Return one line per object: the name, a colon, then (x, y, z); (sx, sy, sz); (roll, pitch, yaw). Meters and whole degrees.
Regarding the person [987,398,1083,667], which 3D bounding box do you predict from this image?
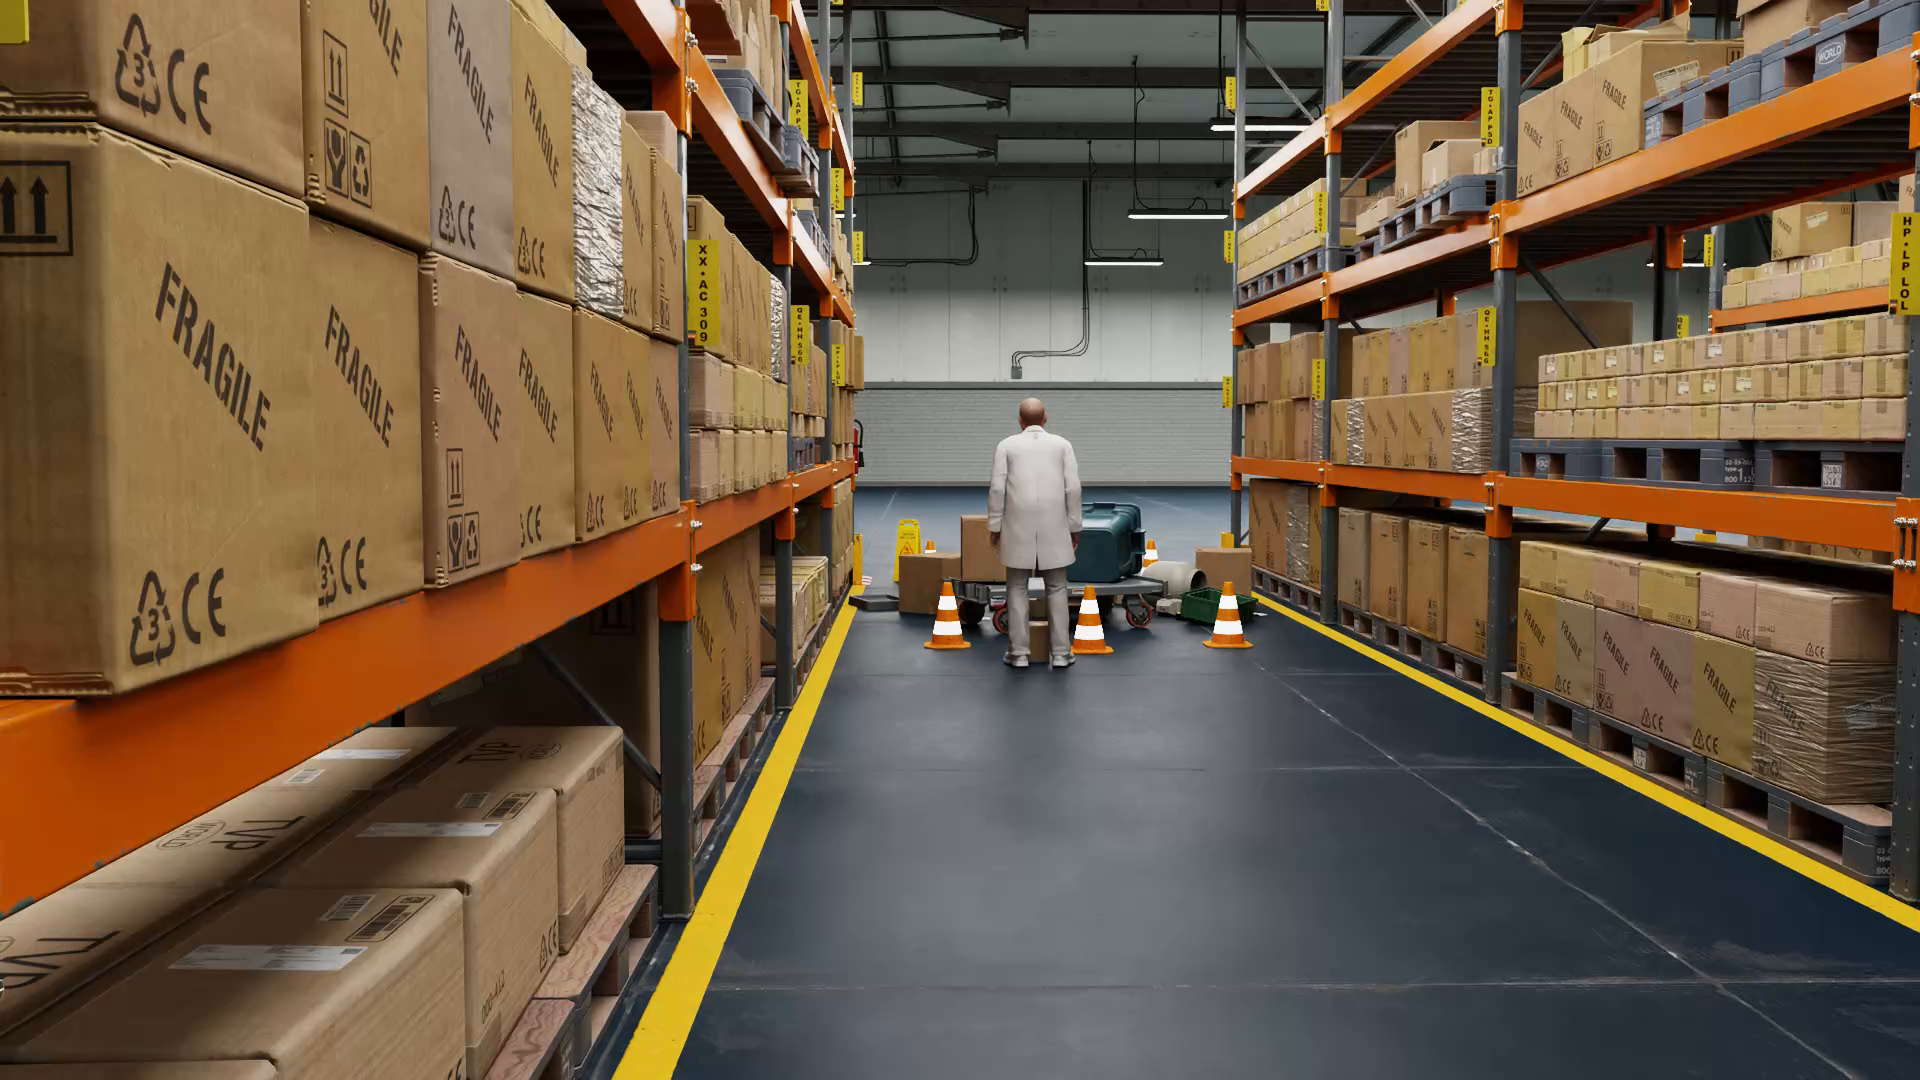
person: (0.498, -0.053, 11.026); (0.643, 1.774, 0.423); (0, 4, -1)
